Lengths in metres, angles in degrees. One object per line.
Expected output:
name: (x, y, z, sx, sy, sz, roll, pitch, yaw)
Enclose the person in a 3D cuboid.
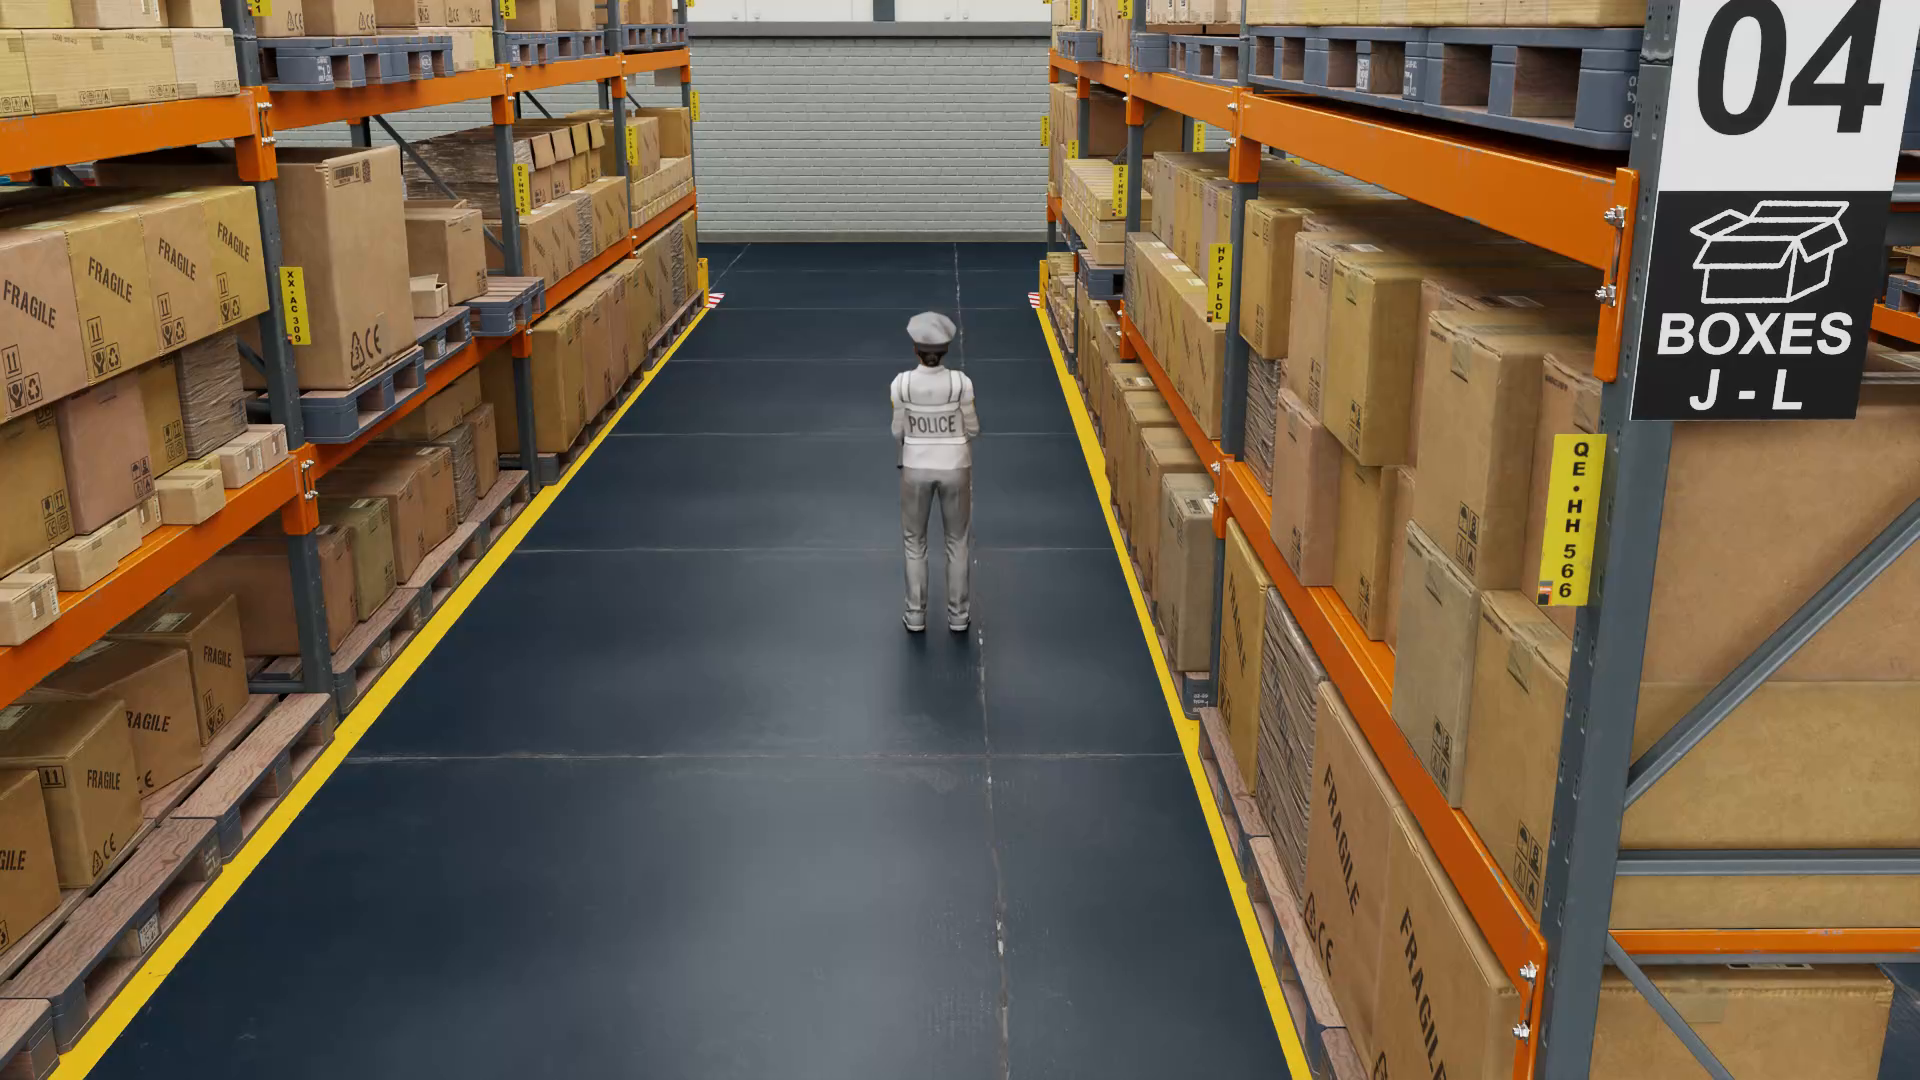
person: (-0.129, -0.365, 8.682, 0.459, 1.686, 0.563, 0, 17, 0)
